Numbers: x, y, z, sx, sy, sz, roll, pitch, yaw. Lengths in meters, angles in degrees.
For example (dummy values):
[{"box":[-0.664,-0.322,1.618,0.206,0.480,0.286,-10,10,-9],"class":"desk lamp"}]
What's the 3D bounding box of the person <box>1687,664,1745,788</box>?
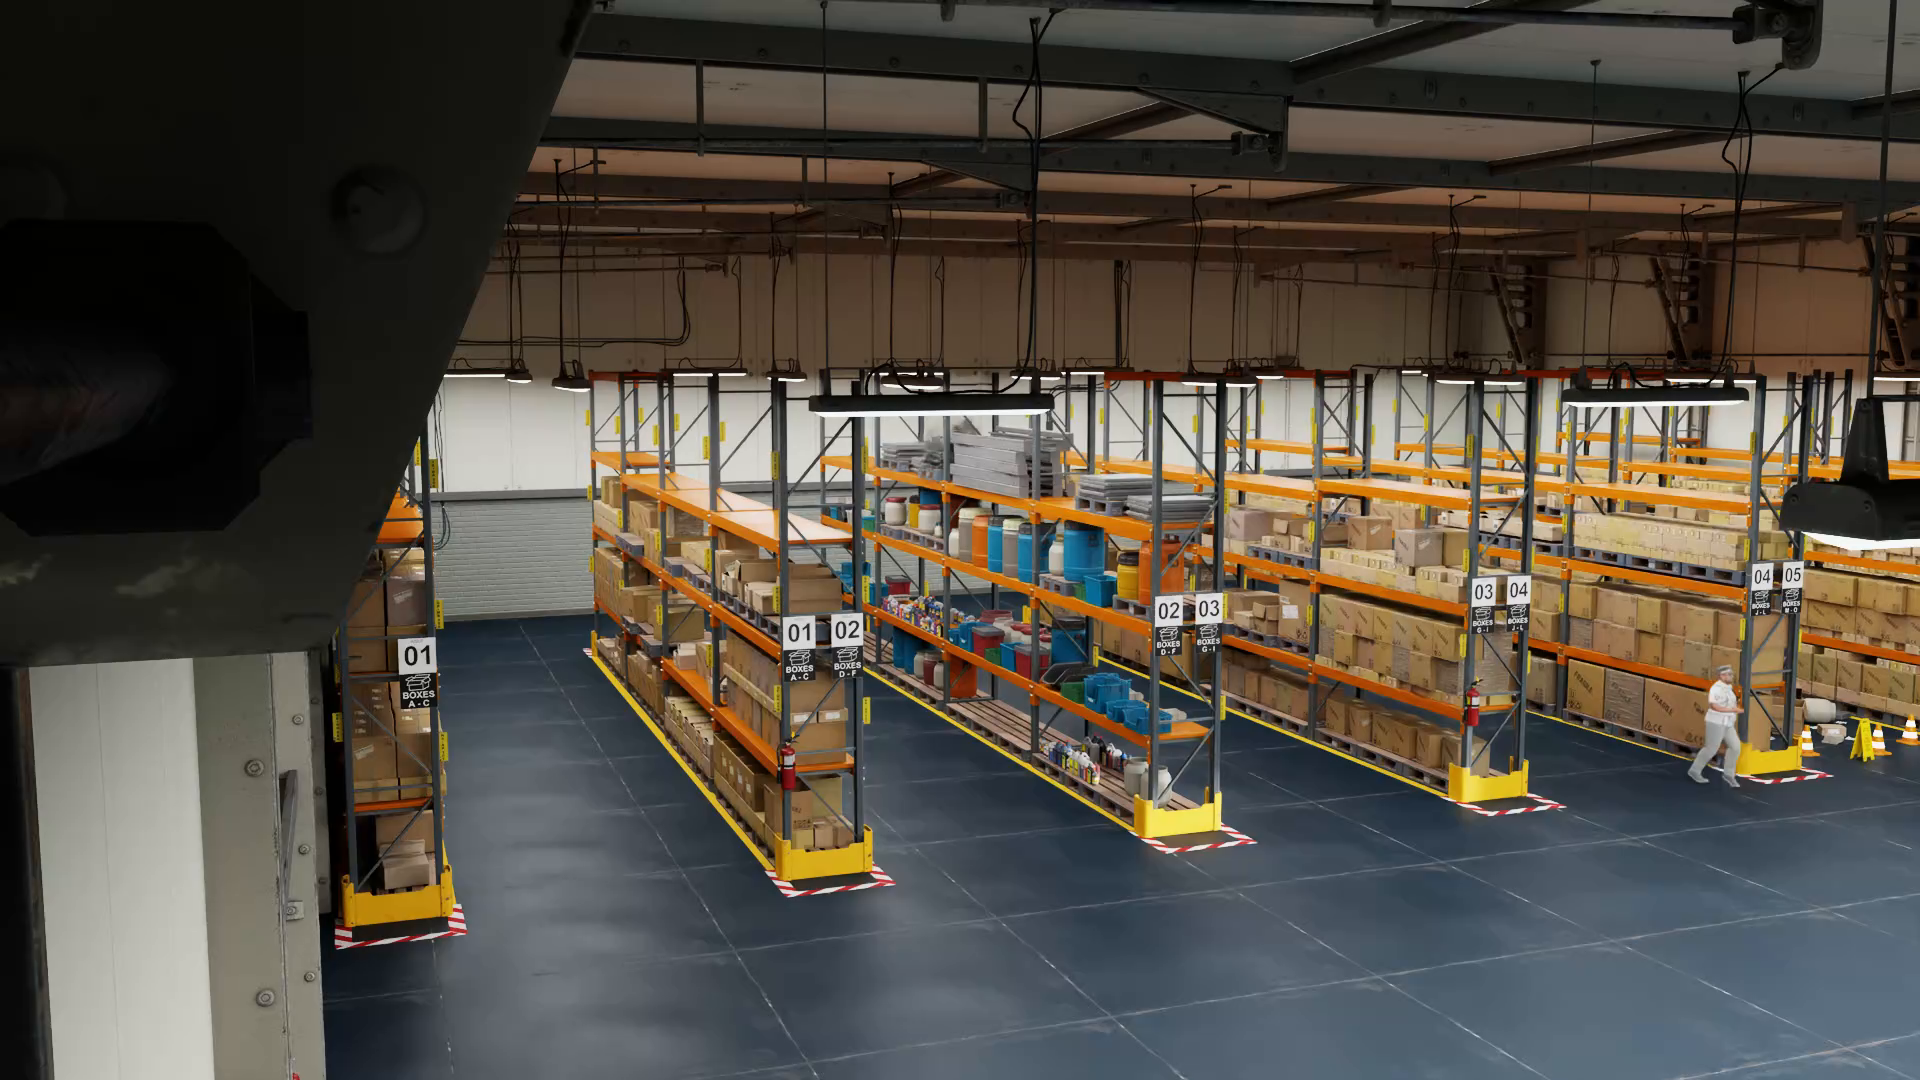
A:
[{"box":[11.182,2.737,24.487,0.721,1.861,0.678,6,9,43],"class":"person"}]
